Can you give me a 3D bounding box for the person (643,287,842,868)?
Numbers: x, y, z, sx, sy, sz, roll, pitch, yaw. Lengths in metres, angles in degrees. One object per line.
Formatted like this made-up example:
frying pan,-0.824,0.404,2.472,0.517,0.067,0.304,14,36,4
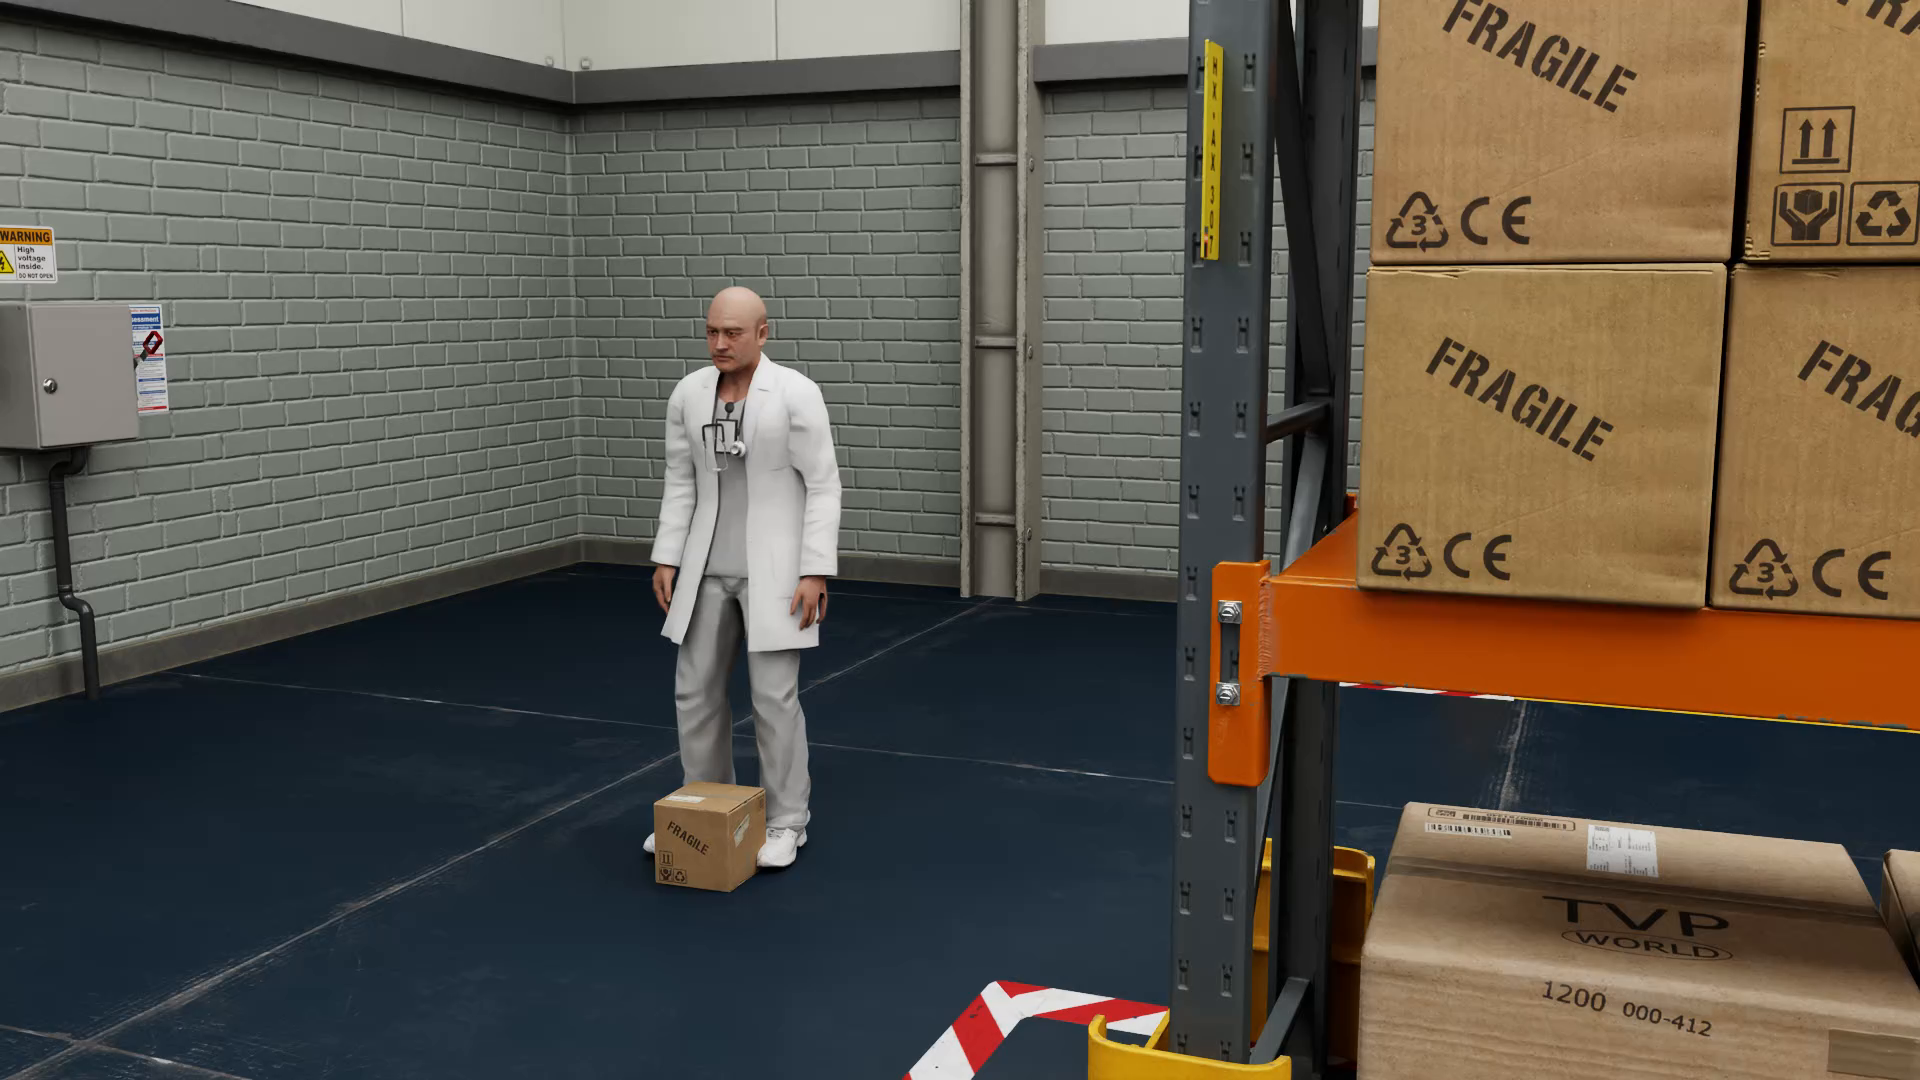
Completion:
person,-0.676,0.109,5.174,0.643,1.773,0.427,3,9,21
